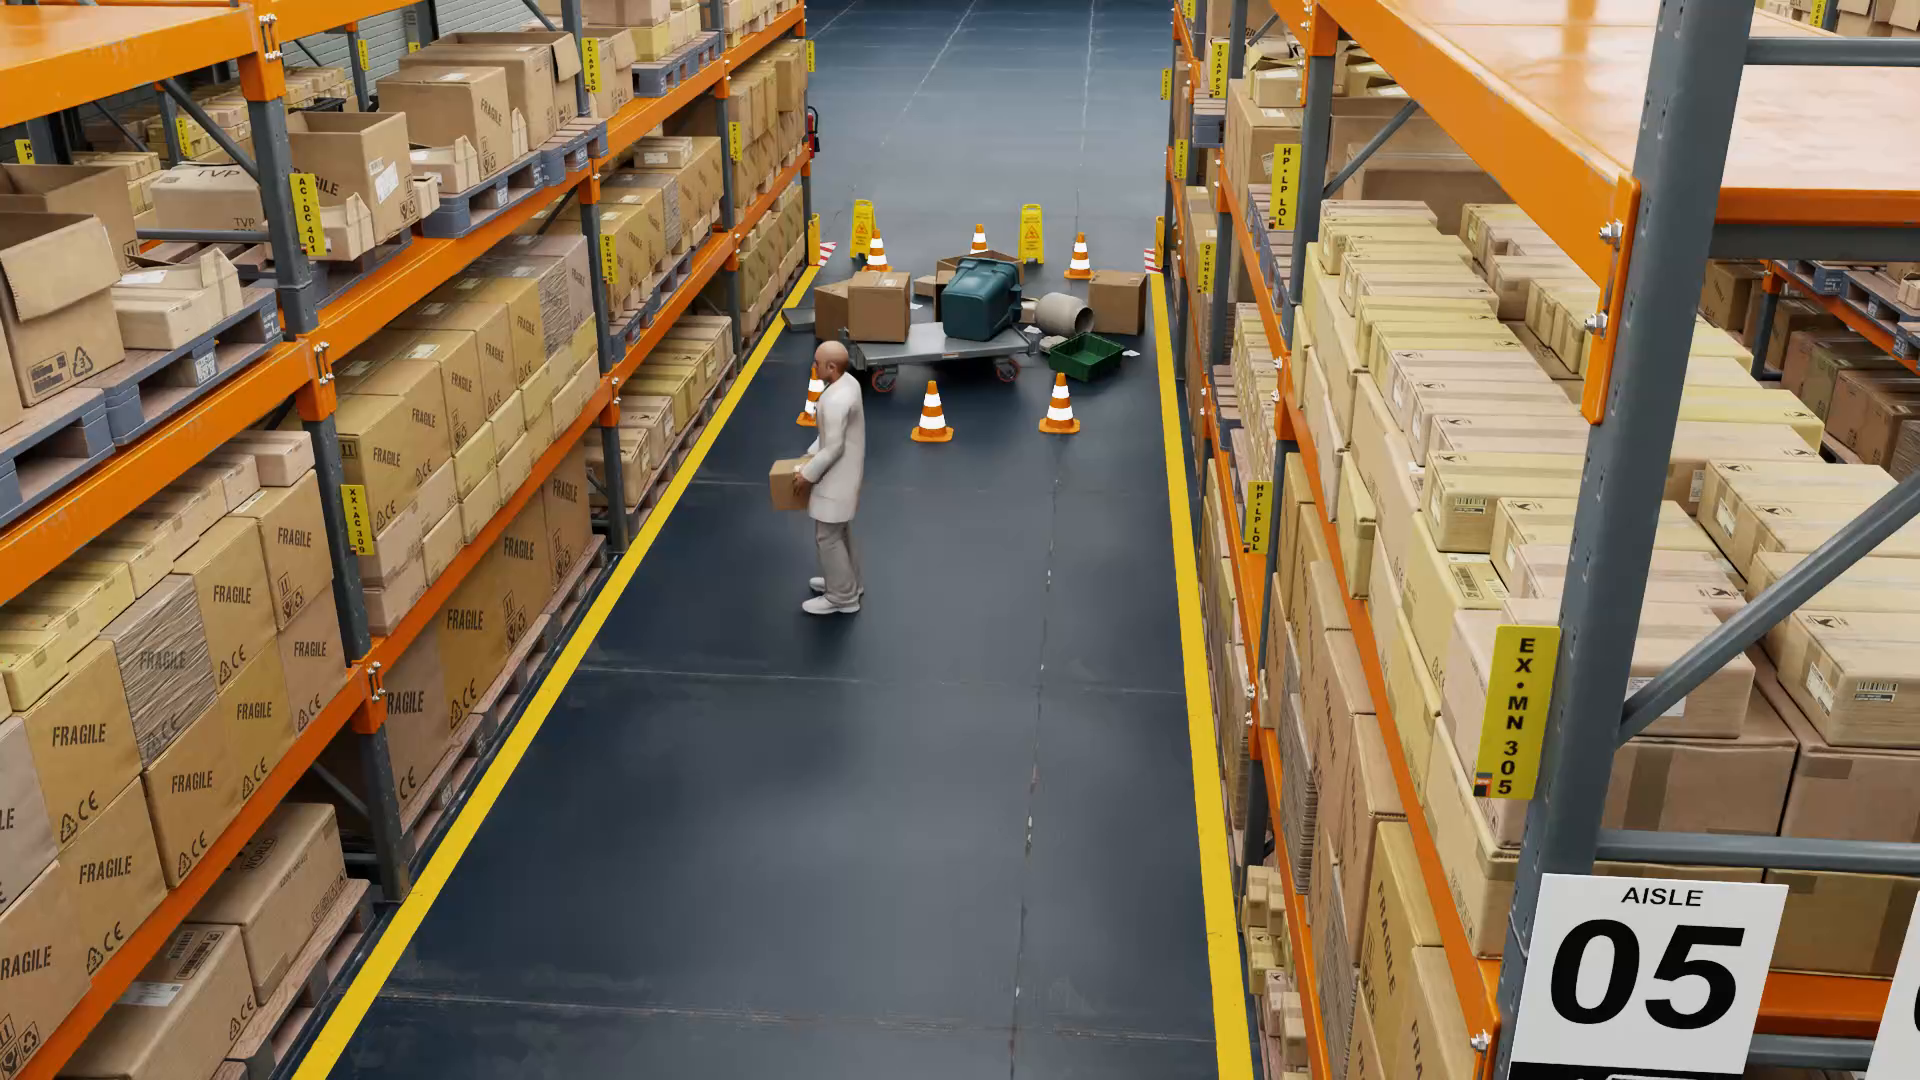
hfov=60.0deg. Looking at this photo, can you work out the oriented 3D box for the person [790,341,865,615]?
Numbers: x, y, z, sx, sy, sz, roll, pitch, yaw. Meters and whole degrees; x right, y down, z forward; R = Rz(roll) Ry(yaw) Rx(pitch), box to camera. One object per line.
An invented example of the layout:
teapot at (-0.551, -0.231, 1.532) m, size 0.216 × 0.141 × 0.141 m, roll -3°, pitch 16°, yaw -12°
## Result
person at (-0.824, -0.403, 10.509) m, size 0.455 × 1.782 × 0.577 m, roll 1°, pitch 24°, yaw 3°
